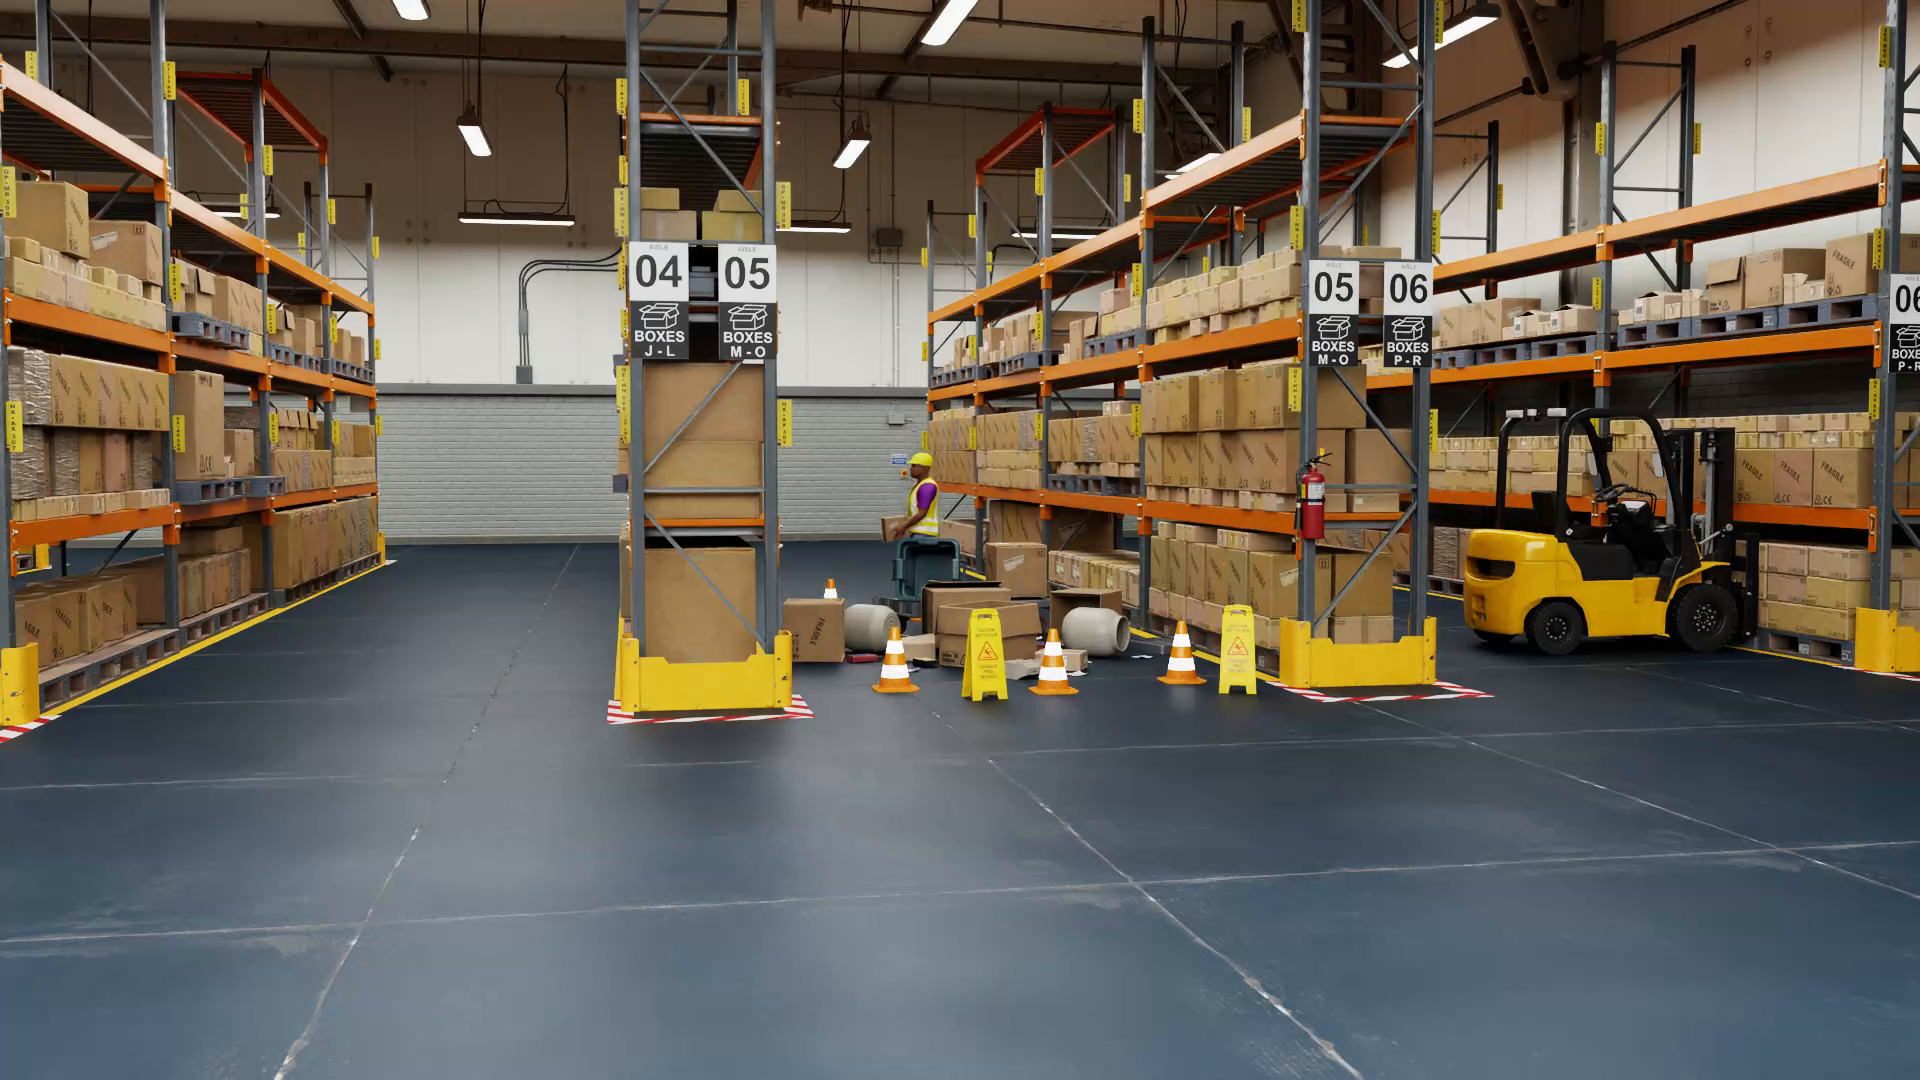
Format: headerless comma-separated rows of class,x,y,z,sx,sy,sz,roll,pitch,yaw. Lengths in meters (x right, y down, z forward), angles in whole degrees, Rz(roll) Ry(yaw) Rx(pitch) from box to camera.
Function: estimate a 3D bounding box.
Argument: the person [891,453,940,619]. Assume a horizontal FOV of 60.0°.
person,-0.498,-0.043,17.727,0.539,1.774,0.549,-1,3,-12
